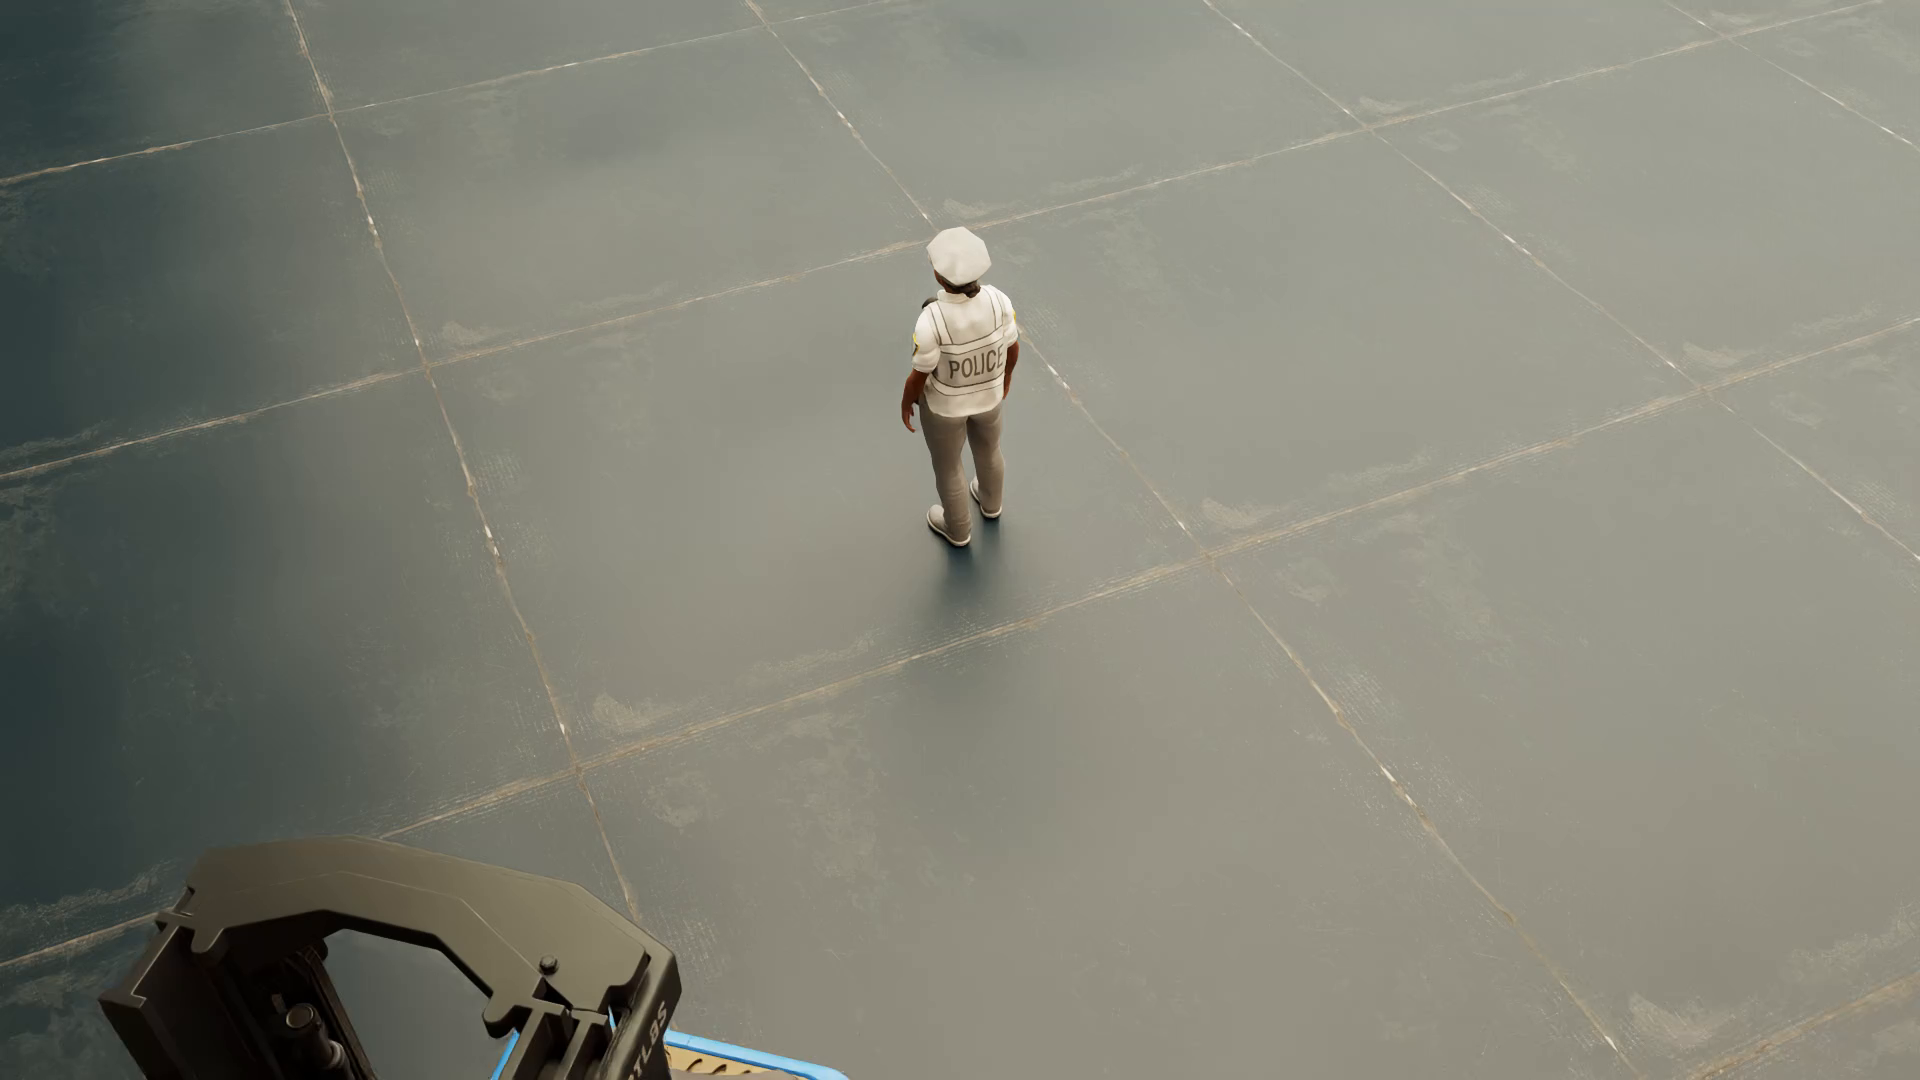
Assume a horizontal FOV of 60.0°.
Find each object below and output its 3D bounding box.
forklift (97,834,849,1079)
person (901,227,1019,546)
[{"bbox_3d":[-1.132,2.106,3.424,1.130,2.935,3.031,10,44,10],"label":"forklift"},{"bbox_3d":[-0.013,-0.677,7.301,0.569,1.694,0.530,-18,46,-18],"label":"person"}]
